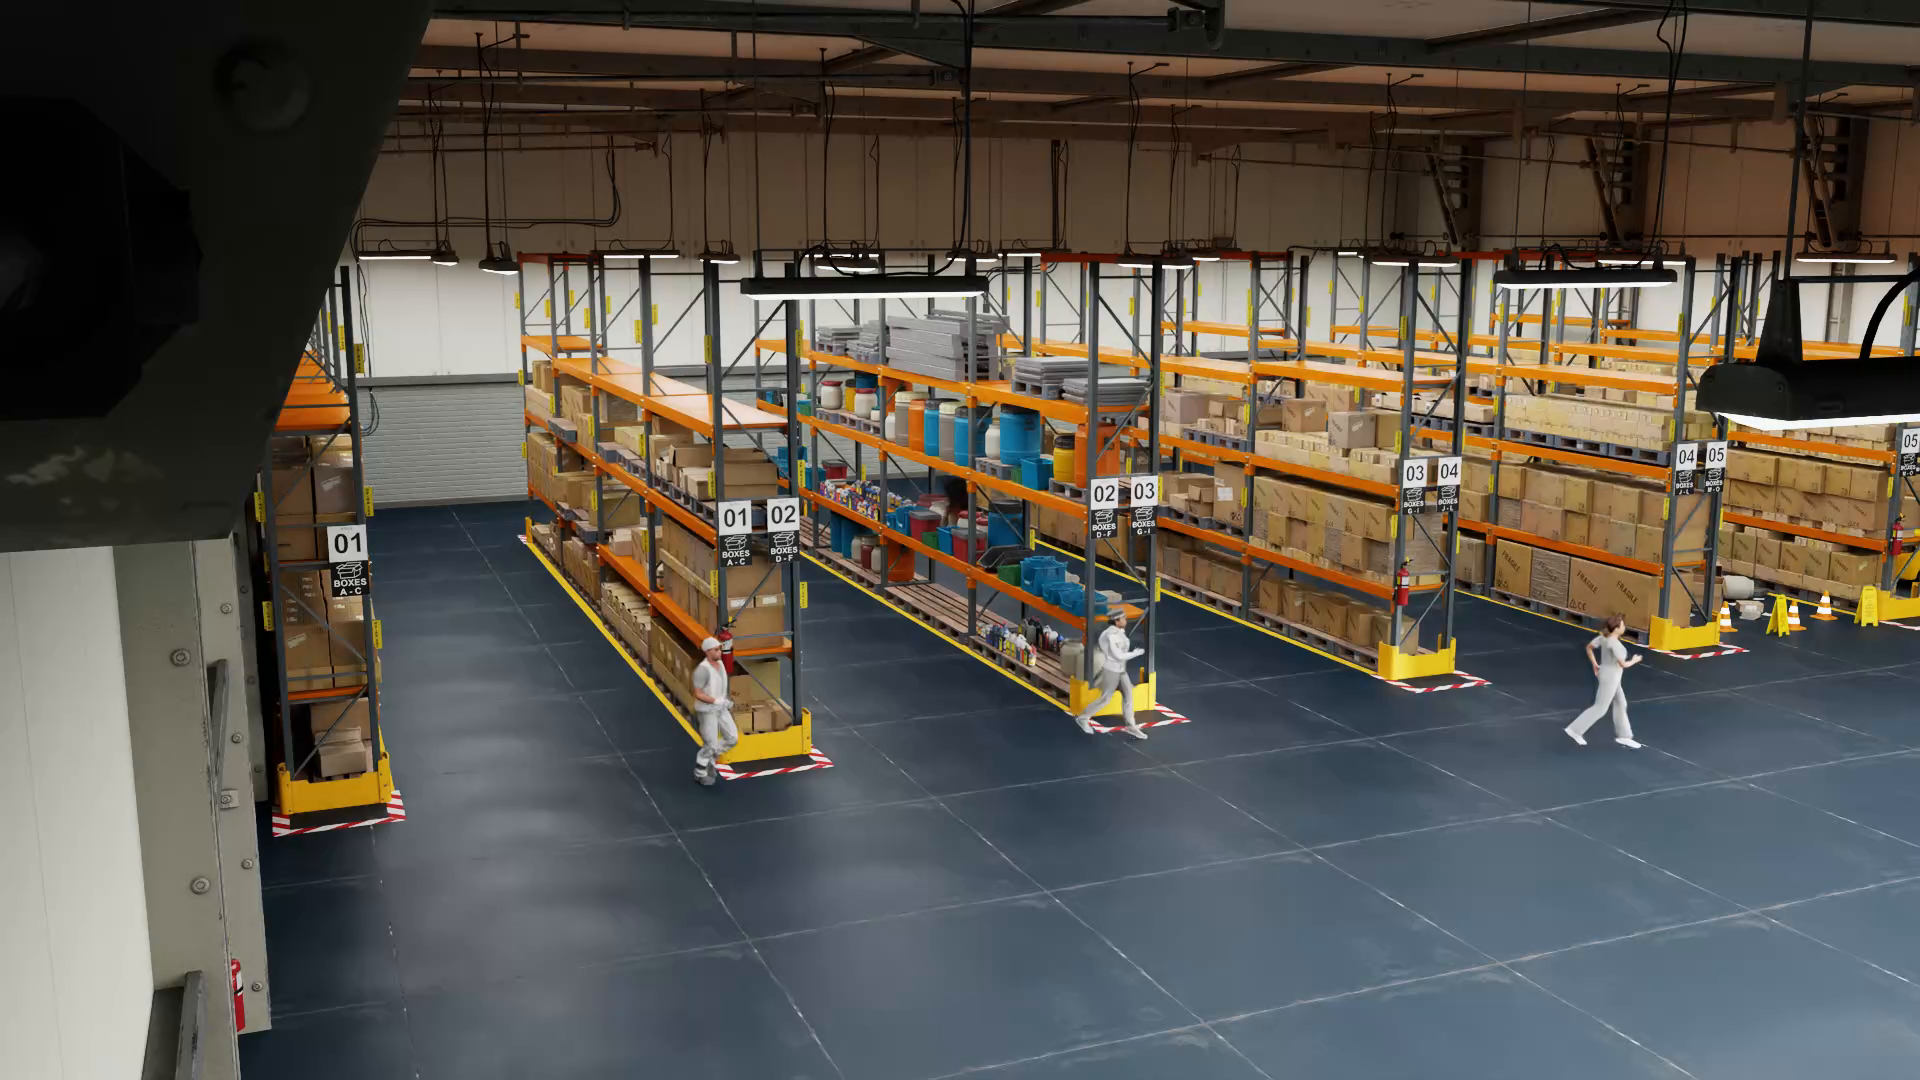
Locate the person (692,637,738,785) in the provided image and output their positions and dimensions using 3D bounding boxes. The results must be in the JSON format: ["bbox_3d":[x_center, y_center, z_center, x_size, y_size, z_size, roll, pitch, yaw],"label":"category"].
[{"bbox_3d":[-2.818,1.983,19.326,0.615,1.755,0.693,5,12,26],"label":"person"}]

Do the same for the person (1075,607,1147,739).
[{"bbox_3d":[1.930,1.674,21.055,0.919,1.702,0.597,3,11,14],"label":"person"}]

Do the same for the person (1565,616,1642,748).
[{"bbox_3d":[8.023,1.760,20.626,0.948,1.678,0.552,1,10,5],"label":"person"}]
